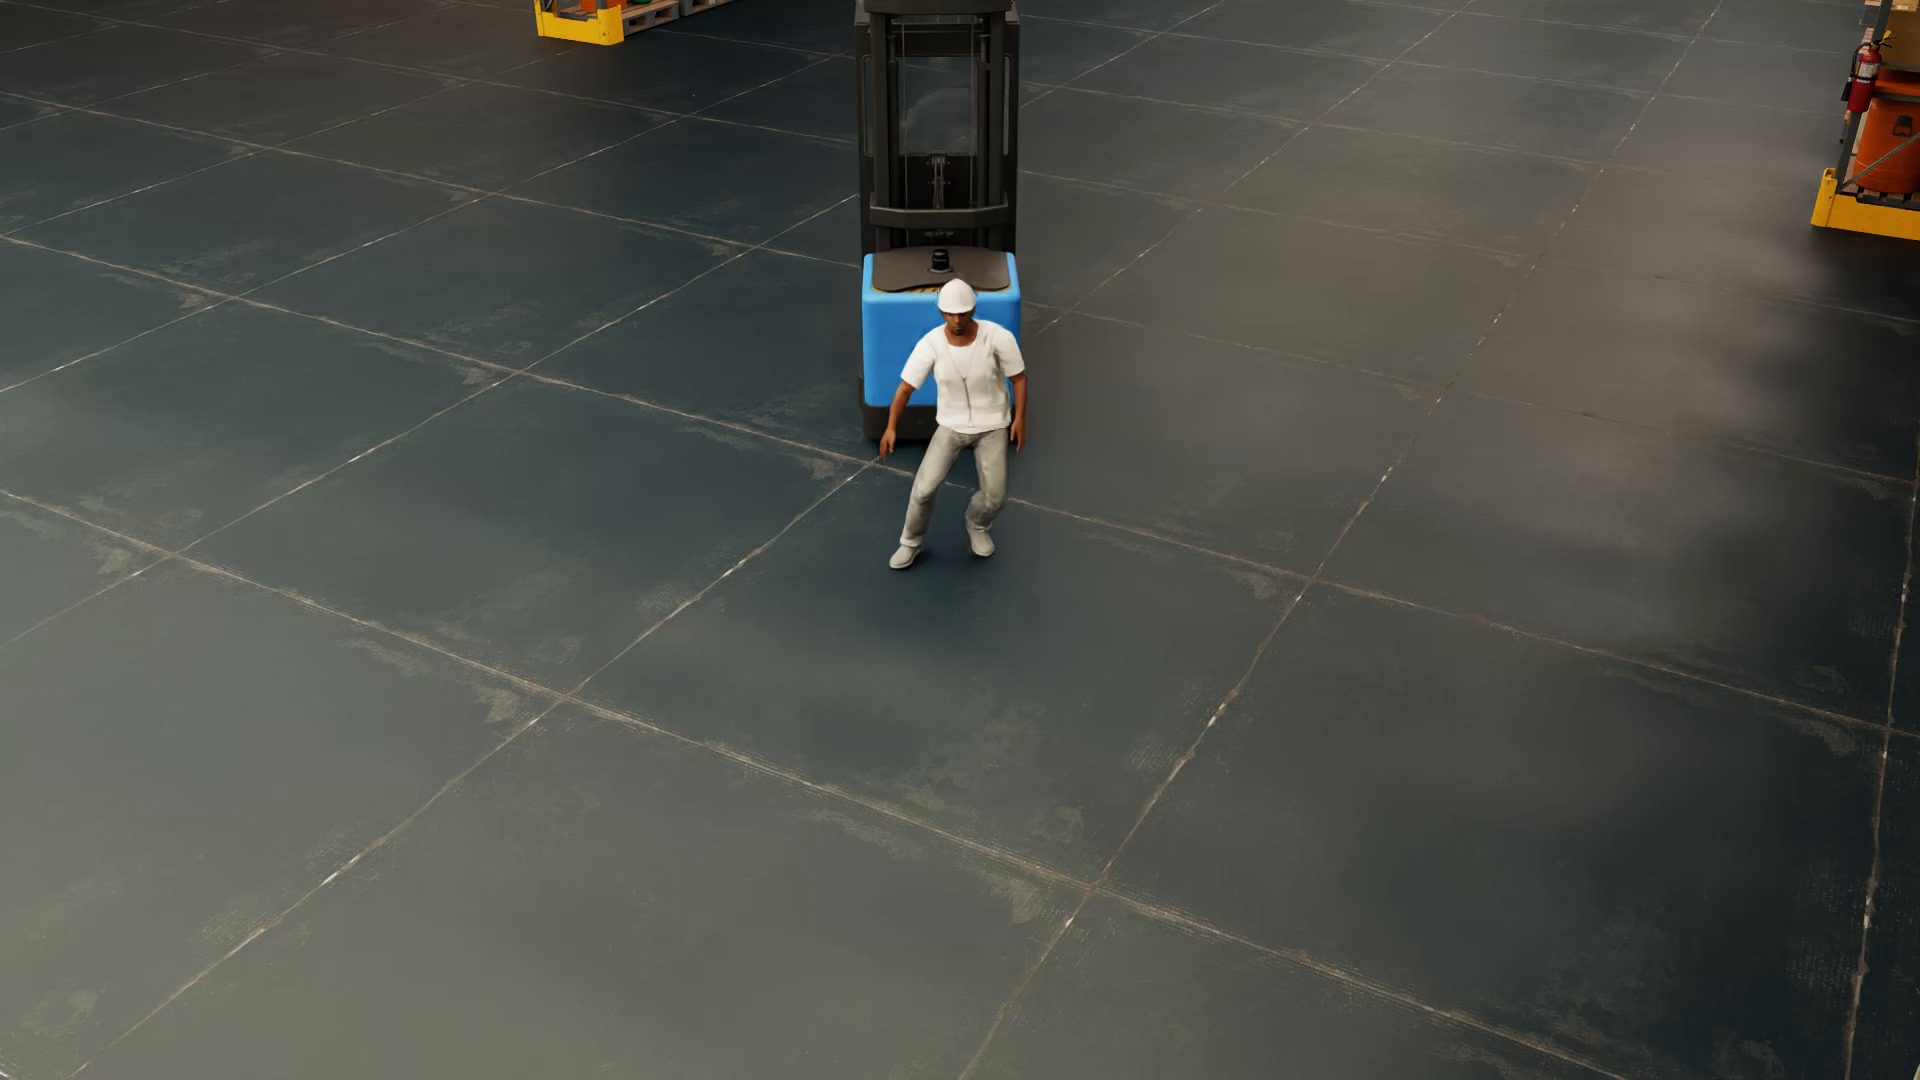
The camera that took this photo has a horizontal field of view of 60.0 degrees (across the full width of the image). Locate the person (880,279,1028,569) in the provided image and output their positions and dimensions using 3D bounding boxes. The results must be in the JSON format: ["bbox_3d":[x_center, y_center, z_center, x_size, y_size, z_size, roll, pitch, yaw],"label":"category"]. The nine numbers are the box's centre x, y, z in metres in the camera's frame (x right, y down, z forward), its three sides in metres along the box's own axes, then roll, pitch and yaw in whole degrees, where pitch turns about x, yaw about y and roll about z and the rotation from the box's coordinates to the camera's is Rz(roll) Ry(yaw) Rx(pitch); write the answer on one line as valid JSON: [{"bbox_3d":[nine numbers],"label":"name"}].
[{"bbox_3d":[-0.027,-0.647,9.453,0.826,1.678,0.547,3,30,5],"label":"person"}]

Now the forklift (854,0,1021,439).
[{"bbox_3d":[-0.159,-2.635,11.636,1.130,2.935,3.031,-1,30,-1],"label":"forklift"}]
